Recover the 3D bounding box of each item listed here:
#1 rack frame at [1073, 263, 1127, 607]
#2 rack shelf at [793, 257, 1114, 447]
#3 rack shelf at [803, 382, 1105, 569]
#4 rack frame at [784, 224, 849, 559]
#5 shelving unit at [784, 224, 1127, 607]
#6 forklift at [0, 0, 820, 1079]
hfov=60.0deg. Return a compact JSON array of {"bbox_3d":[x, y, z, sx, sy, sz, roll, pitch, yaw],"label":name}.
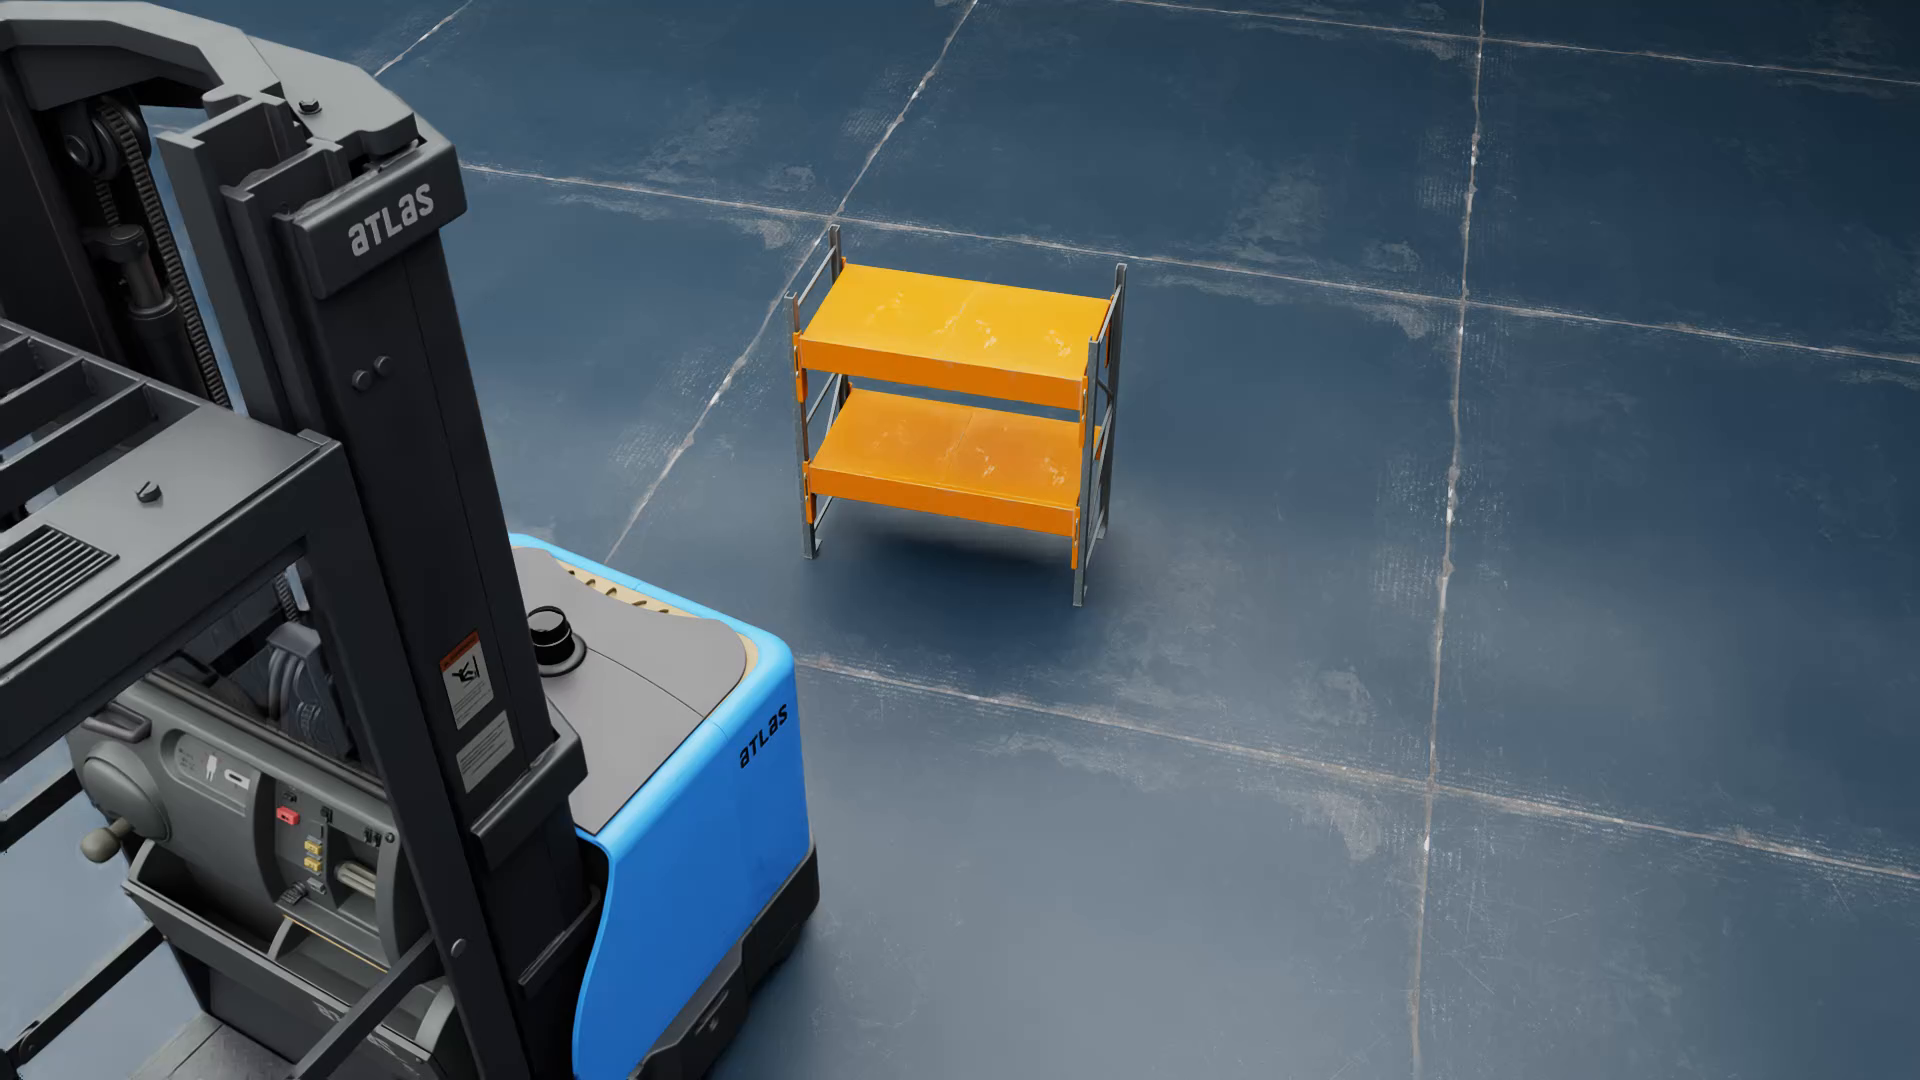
[{"bbox_3d":[0.485,-0.347,5.789,0.032,1.125,0.500,10,41,11],"label":"rack frame"},{"bbox_3d":[-0.007,-0.656,5.701,1.000,0.278,0.538,10,41,11],"label":"rack shelf"},{"bbox_3d":[-0.007,-0.245,6.047,1.000,0.278,0.538,10,41,11],"label":"rack shelf"},{"bbox_3d":[-0.498,-0.516,5.990,0.032,1.125,0.500,10,41,11],"label":"rack frame"},{"bbox_3d":[-0.007,-0.432,5.890,1.048,1.125,0.538,10,41,11],"label":"shelving unit"},{"bbox_3d":[-1.573,0.637,3.213,1.130,2.935,3.031,20,44,22],"label":"forklift"}]
